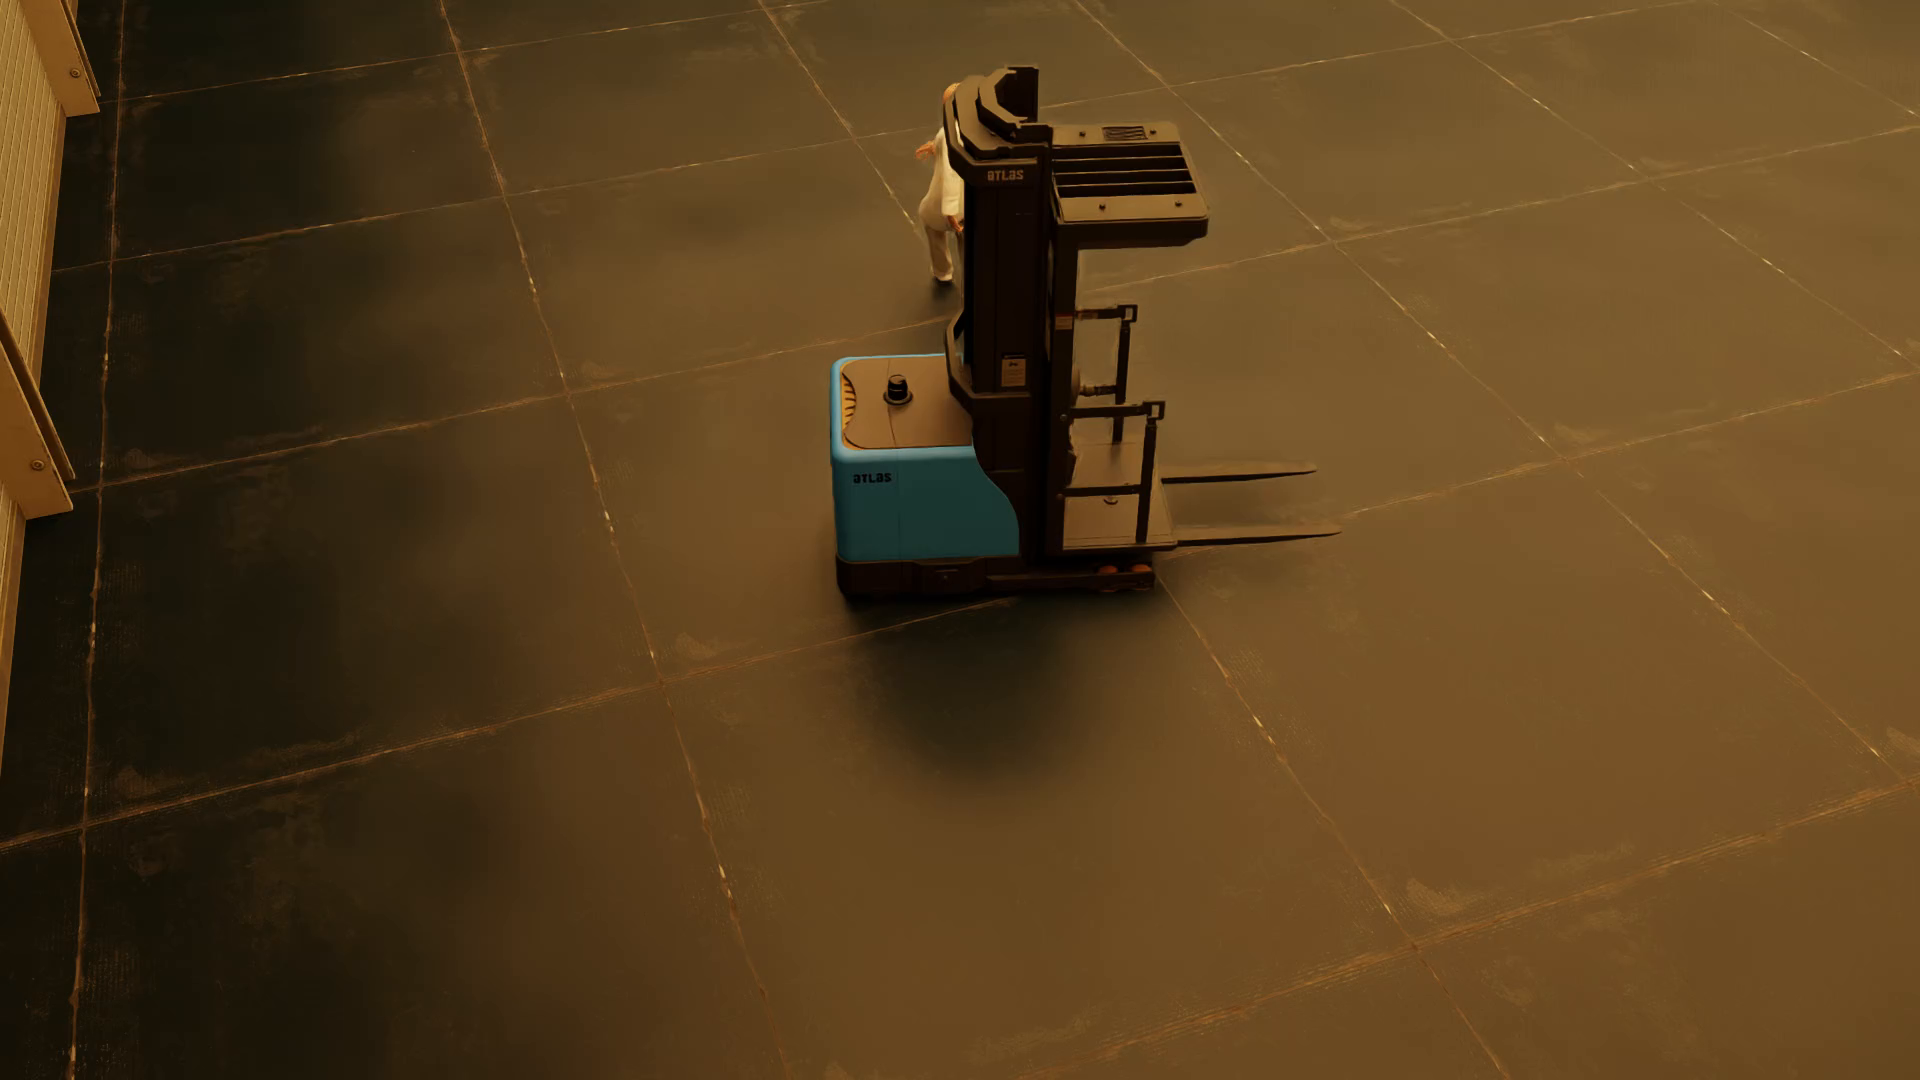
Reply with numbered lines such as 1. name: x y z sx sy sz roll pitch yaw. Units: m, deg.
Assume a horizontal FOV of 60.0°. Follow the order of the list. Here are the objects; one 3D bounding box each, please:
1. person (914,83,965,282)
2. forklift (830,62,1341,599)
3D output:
1. person: -0.023 -2.470 11.922 0.591 1.727 1.009 -18 43 -20
2. forklift: 0.759 -1.147 9.363 3.031 2.935 1.130 -3 40 -3
